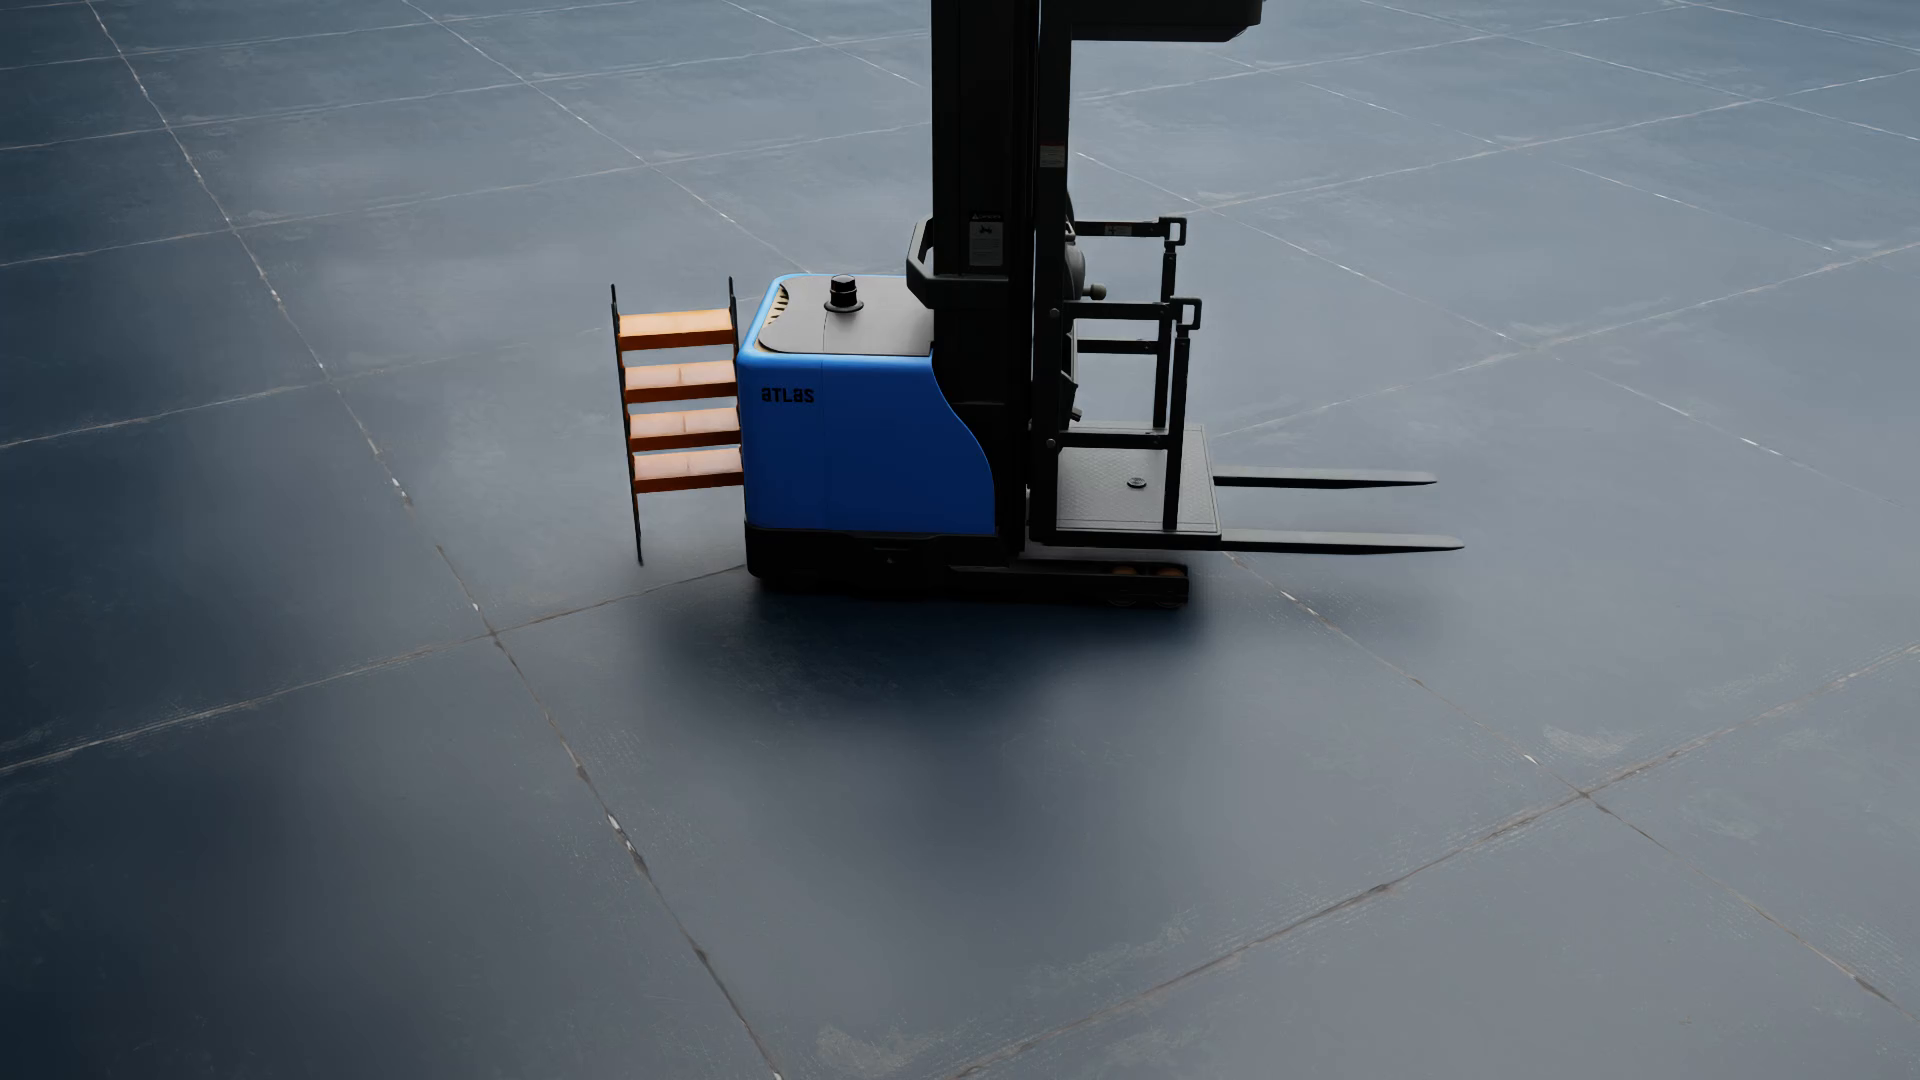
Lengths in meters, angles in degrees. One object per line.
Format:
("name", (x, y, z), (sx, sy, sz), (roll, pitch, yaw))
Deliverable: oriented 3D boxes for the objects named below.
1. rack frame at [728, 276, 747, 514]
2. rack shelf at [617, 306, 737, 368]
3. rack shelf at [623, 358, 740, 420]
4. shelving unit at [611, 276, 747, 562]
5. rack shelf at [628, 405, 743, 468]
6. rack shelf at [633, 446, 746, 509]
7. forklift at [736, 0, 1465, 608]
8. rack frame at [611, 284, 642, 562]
("rack frame", (-0.949, -0.531, 7.208), (0.015, 1.200, 0.240), (-5, 29, -9))
("rack shelf", (-1.189, -0.853, 6.979), (0.480, 0.148, 0.258), (-5, 29, -9))
("rack shelf", (-1.189, -0.646, 7.093), (0.480, 0.148, 0.258), (-5, 29, -9))
("shelving unit", (-1.189, -0.509, 7.169), (0.503, 1.200, 0.258), (-5, 29, -9))
("rack shelf", (-1.189, -0.450, 7.201), (0.480, 0.148, 0.258), (-5, 29, -9))
("rack shelf", (-1.189, -0.276, 7.297), (0.480, 0.148, 0.258), (-5, 29, -9))
("forklift", (0.627, -1.265, 6.745), (3.031, 2.935, 1.130), (2, 29, 3))
("rack frame", (-1.429, -0.488, 7.130), (0.015, 1.200, 0.240), (-5, 29, -9))
